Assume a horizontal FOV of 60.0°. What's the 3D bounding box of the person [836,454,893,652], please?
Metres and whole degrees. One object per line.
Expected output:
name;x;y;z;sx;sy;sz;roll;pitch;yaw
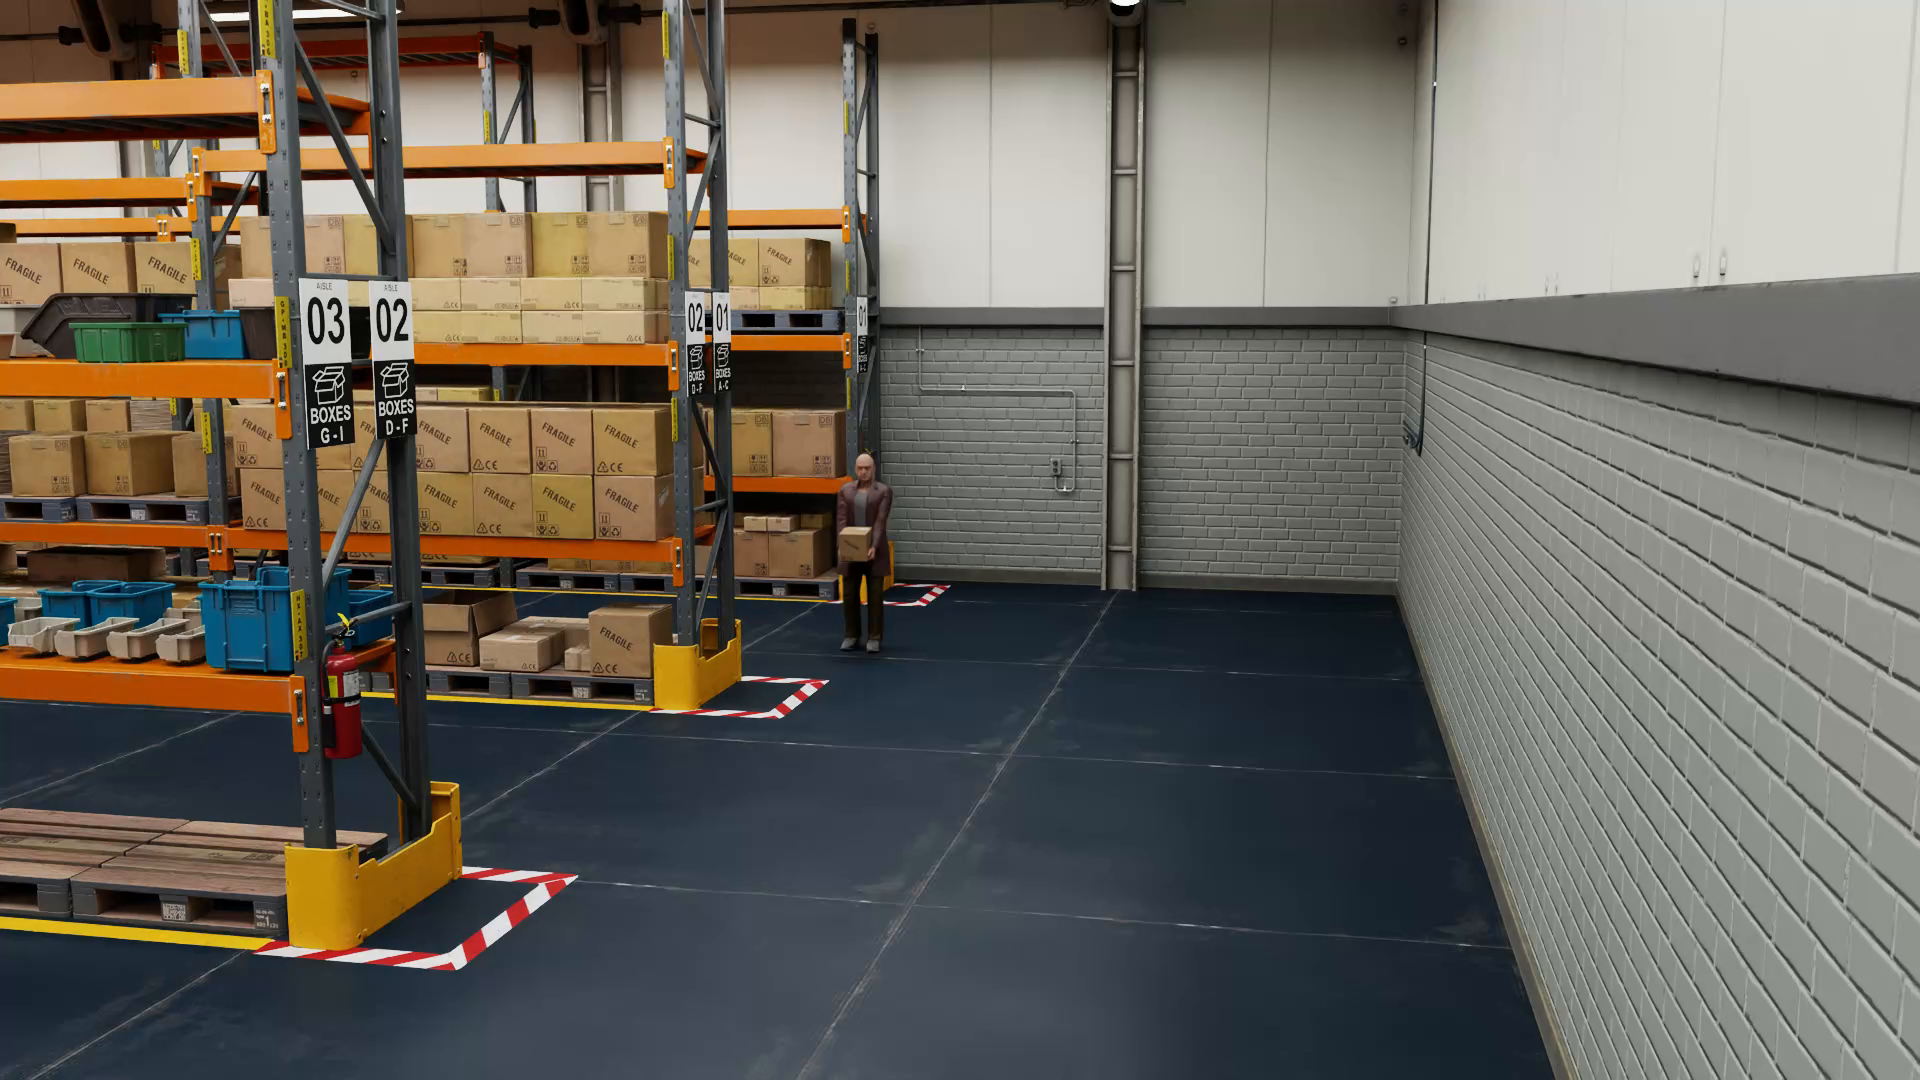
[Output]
person;-0.884;0.121;14.994;0.528;1.779;0.569;1;8;10
